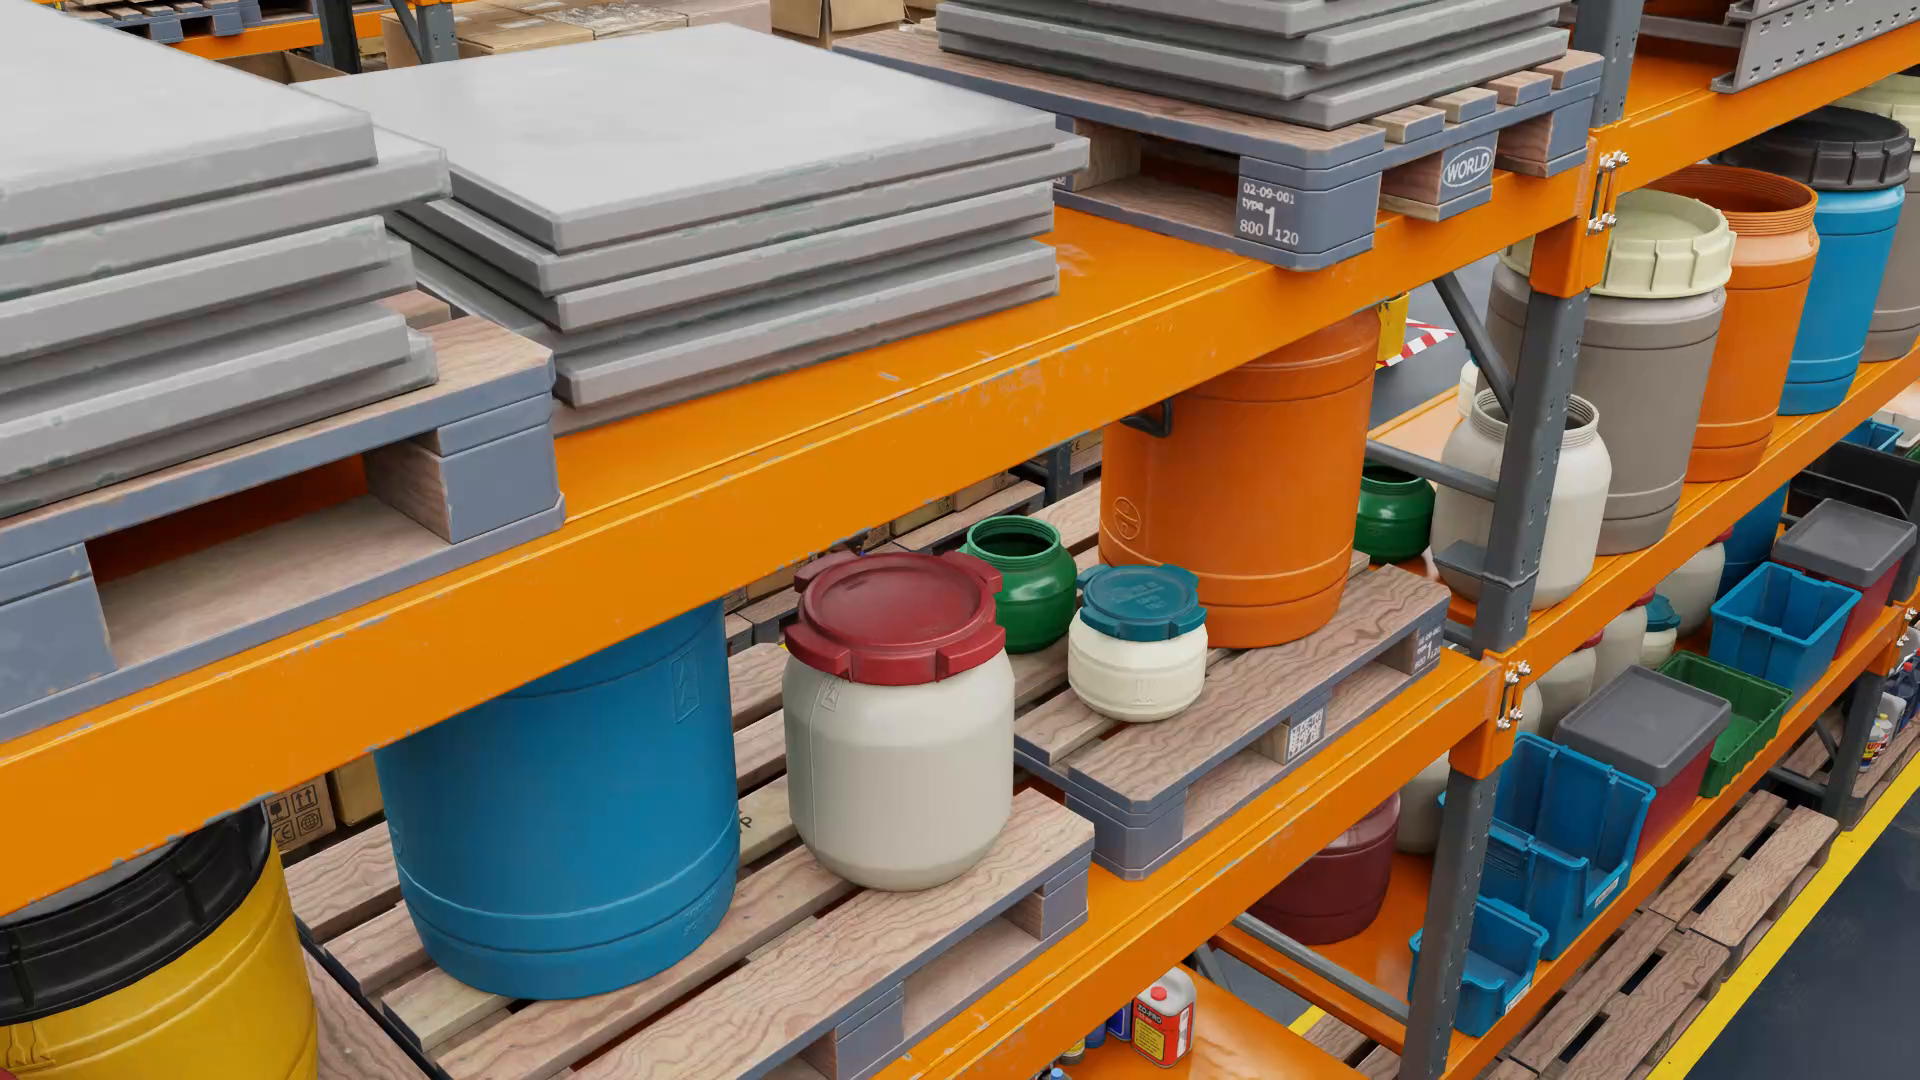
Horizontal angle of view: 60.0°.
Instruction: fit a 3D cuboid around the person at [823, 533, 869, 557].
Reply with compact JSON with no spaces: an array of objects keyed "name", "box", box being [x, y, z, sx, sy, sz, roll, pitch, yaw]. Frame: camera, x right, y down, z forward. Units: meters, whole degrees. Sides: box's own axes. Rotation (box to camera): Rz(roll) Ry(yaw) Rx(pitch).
[{"name":"person","box":[-0.488,0.567,7.762,0.503,1.583,0.349,23,36,37]}]
